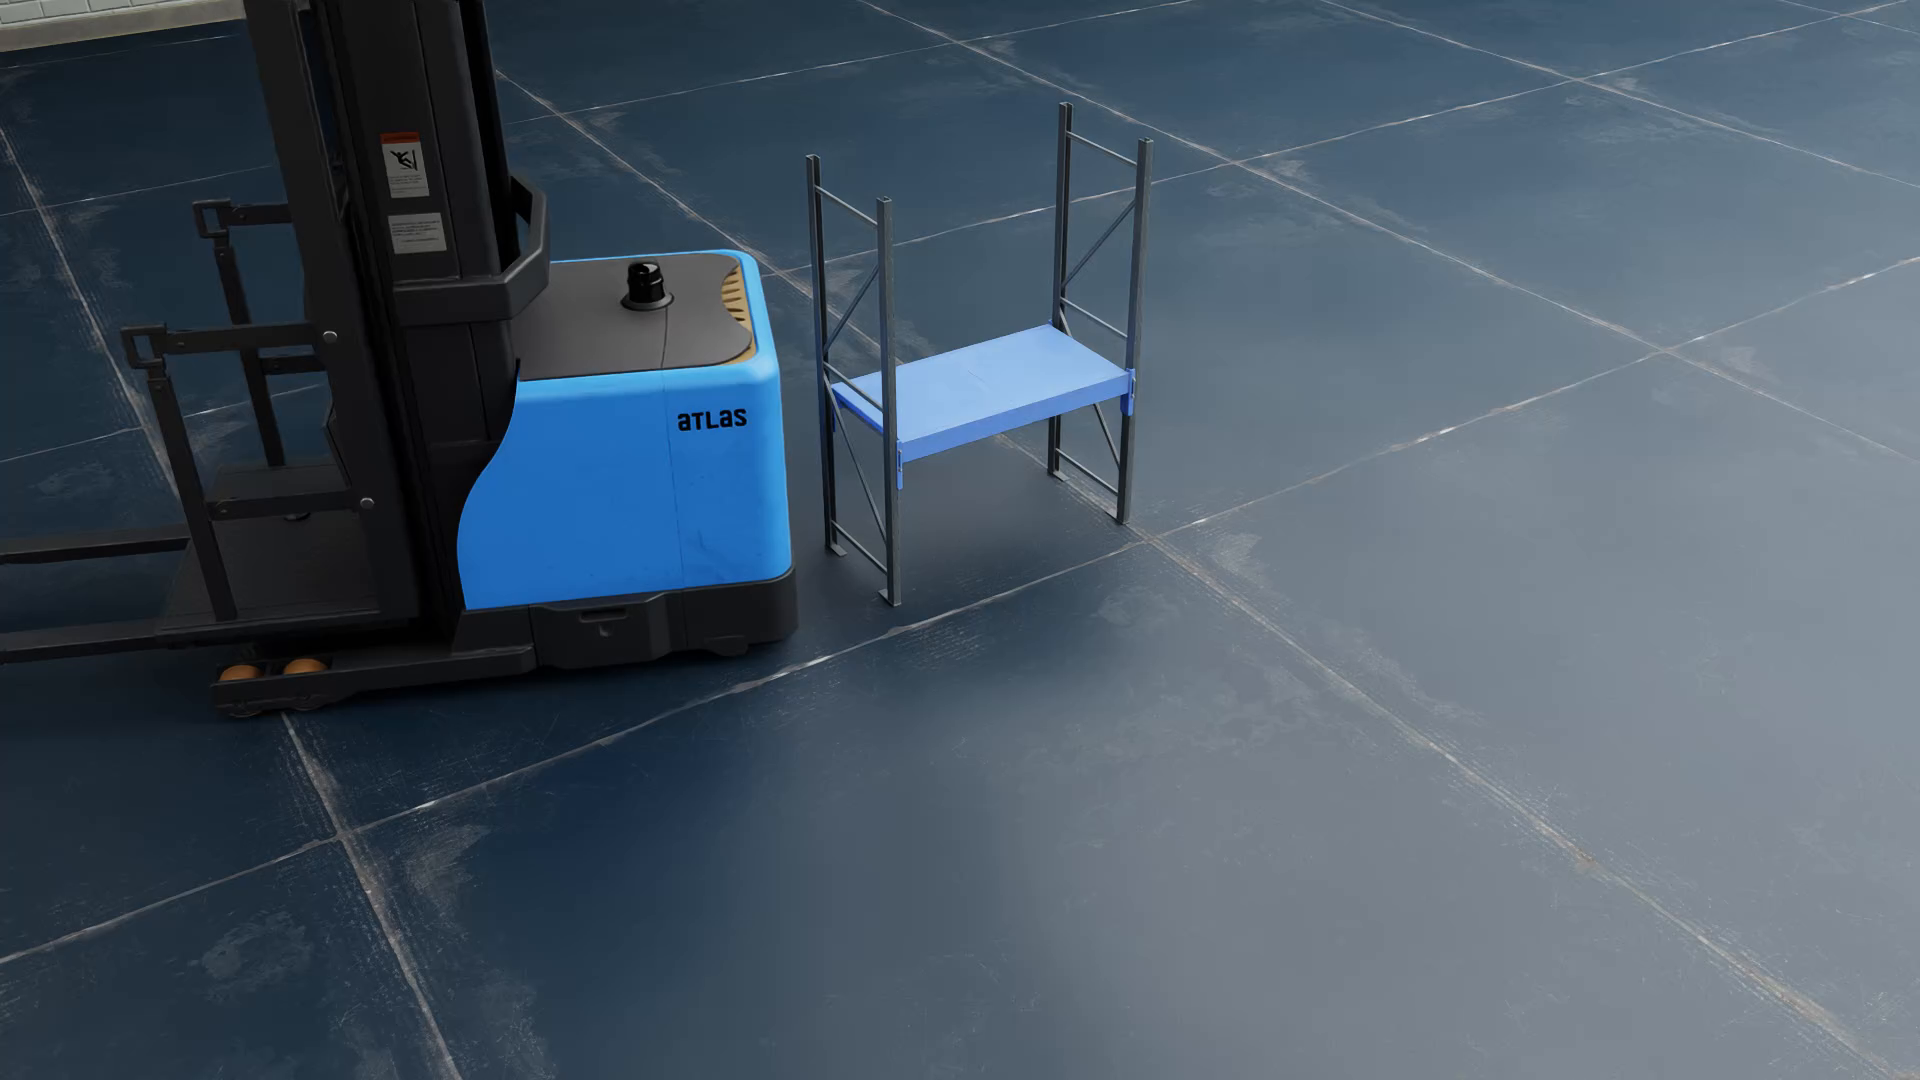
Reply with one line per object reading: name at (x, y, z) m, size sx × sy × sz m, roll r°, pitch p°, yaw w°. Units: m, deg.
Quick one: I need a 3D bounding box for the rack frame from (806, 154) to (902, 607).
rack frame at (-0.356, -0.512, 5.656) m, size 0.032 × 1.500 × 0.500 m, roll -19°, pitch 37°, yaw -27°

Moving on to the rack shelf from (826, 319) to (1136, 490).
rack shelf at (0.072, -0.507, 5.985) m, size 1.000 × 0.185 × 0.538 m, roll -19°, pitch 37°, yaw -27°

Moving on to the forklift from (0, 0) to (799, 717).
forklift at (-2.116, -0.976, 5.050) m, size 3.031 × 2.935 × 1.130 m, roll -6°, pitch 33°, yaw -9°

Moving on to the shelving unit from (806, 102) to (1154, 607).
shelving unit at (0.072, -0.659, 5.889) m, size 1.048 × 1.500 × 0.538 m, roll -19°, pitch 37°, yaw -27°

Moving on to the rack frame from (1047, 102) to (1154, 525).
rack frame at (0.499, -0.806, 6.122) m, size 0.032 × 1.500 × 0.500 m, roll -19°, pitch 37°, yaw -27°
